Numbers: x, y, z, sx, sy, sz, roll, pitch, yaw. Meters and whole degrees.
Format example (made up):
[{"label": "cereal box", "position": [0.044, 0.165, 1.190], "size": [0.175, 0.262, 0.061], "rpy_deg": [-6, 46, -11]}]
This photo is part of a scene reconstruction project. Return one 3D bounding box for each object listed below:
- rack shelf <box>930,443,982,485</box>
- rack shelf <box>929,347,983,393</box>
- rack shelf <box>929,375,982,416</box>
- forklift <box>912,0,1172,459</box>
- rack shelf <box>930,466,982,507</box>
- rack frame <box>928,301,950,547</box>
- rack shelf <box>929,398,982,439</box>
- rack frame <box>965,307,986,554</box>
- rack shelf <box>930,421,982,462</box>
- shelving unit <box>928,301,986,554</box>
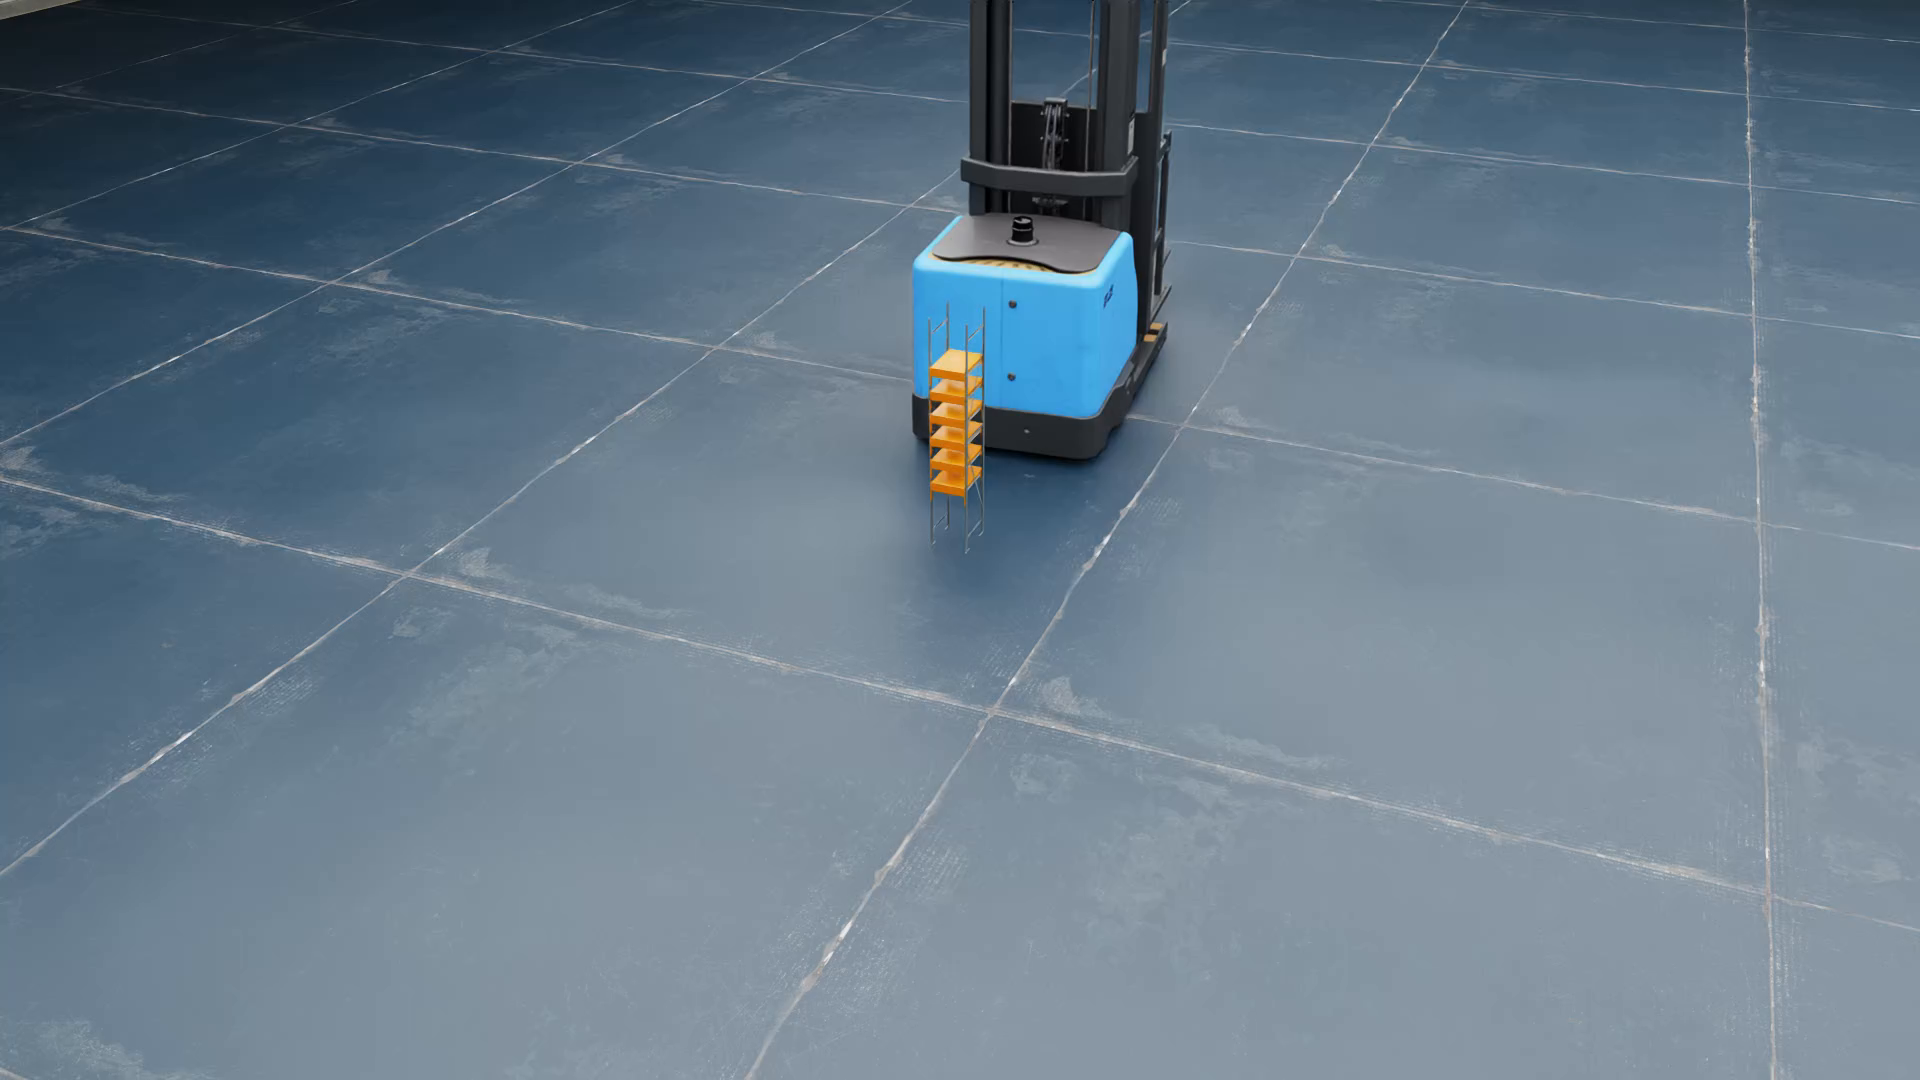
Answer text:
[{"label": "rack shelf", "position": [-0.013, -0.382, 8.040], "size": [0.180, 0.103, 0.258], "rpy_deg": [11, 31, 19]}, {"label": "rack shelf", "position": [-0.013, -0.800, 7.804], "size": [0.180, 0.103, 0.258], "rpy_deg": [11, 31, 19]}, {"label": "rack shelf", "position": [-0.013, -0.695, 7.863], "size": [0.180, 0.103, 0.258], "rpy_deg": [11, 31, 19]}, {"label": "forklift", "position": [0.661, -2.418, 9.550], "size": [1.130, 2.935, 3.031], "rpy_deg": [9, 31, 15]}, {"label": "rack shelf", "position": [-0.013, -0.277, 8.099], "size": [0.180, 0.103, 0.258], "rpy_deg": [11, 31, 19]}, {"label": "rack frame", "position": [-0.098, -0.542, 7.989], "size": [0.006, 1.200, 0.240], "rpy_deg": [11, 31, 19]}, {"label": "rack shelf", "position": [-0.013, -0.591, 7.922], "size": [0.180, 0.103, 0.258], "rpy_deg": [11, 31, 19]}, {"label": "rack frame", "position": [0.071, -0.508, 7.930], "size": [0.006, 1.200, 0.240], "rpy_deg": [11, 31, 19]}, {"label": "rack shelf", "position": [-0.013, -0.486, 7.981], "size": [0.180, 0.103, 0.258], "rpy_deg": [11, 31, 19]}, {"label": "shelving unit", "position": [-0.013, -0.525, 7.959], "size": [0.189, 1.200, 0.258], "rpy_deg": [11, 31, 19]}]
